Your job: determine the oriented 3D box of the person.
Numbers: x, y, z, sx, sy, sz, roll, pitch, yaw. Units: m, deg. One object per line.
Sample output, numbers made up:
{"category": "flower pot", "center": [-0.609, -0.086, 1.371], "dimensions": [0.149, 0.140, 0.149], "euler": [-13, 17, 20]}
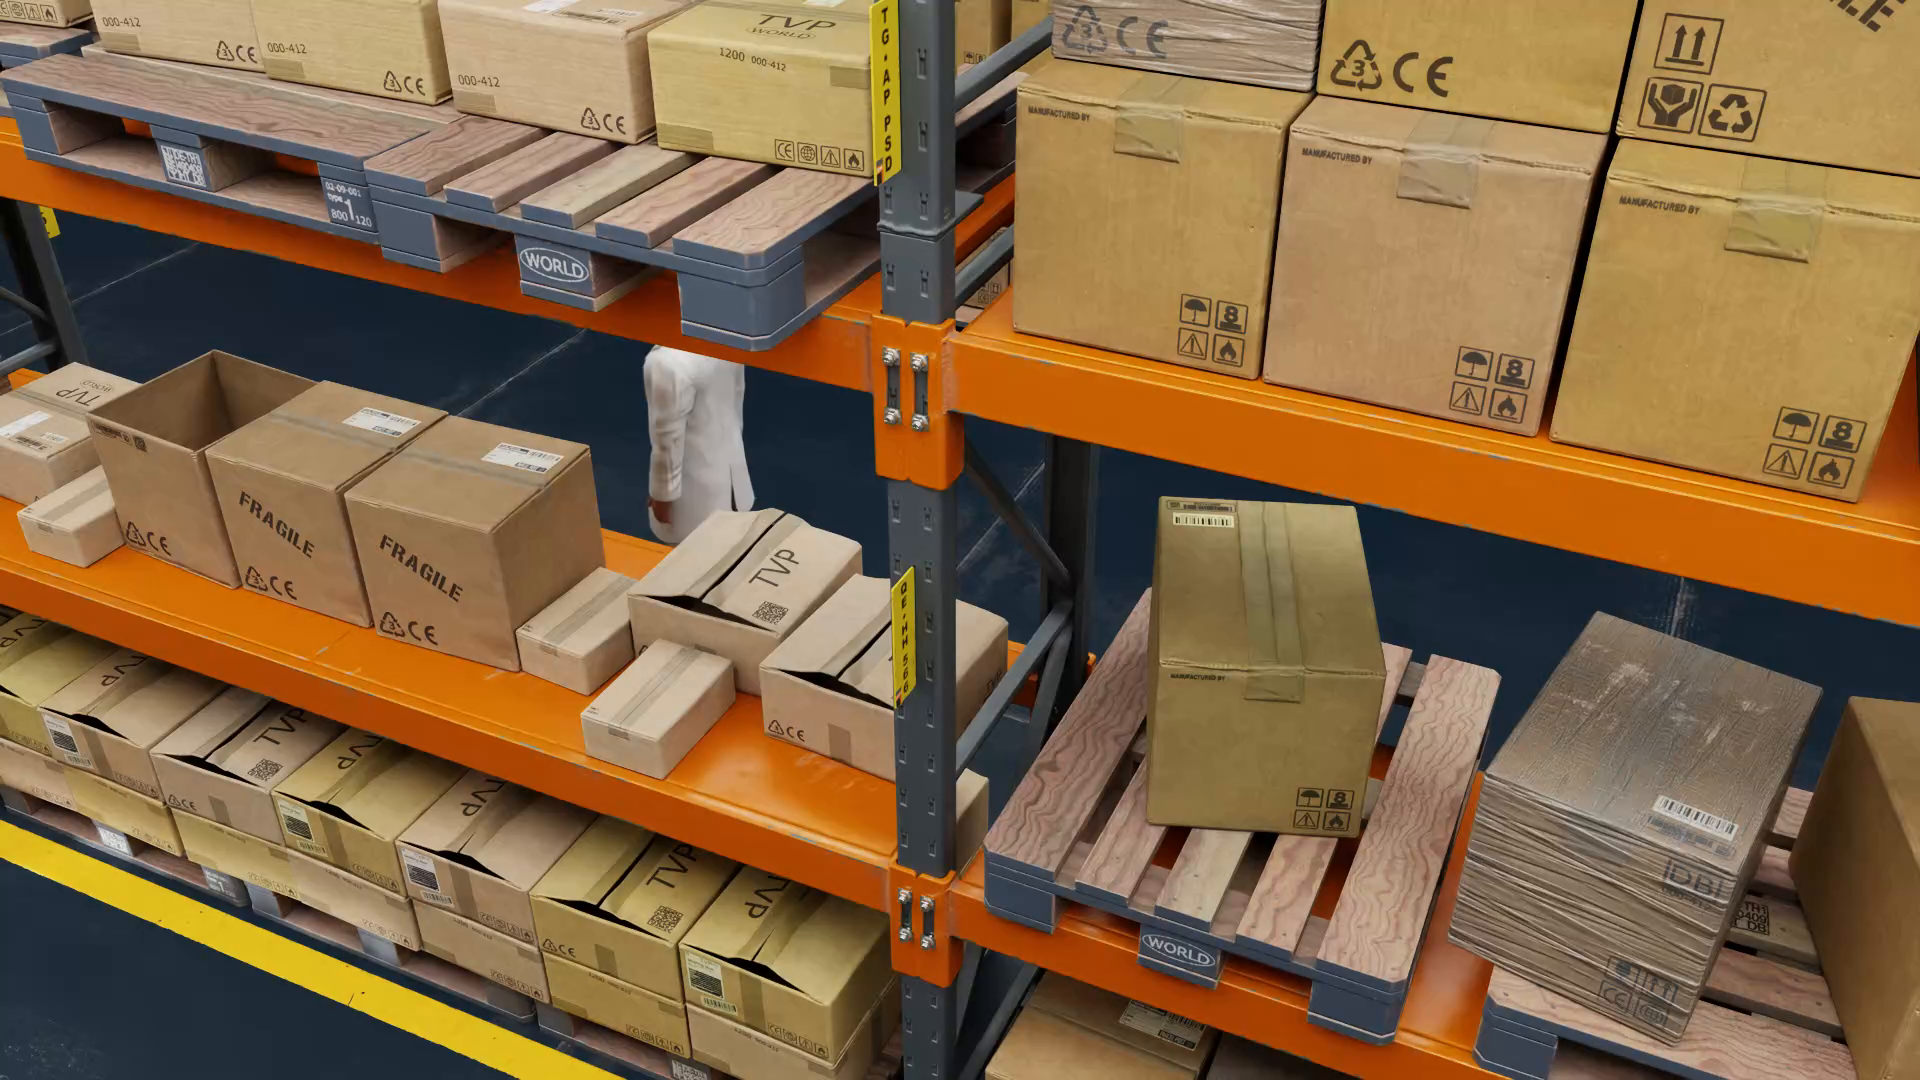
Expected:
{"category": "person", "center": [-1.031, -0.289, 6.565], "dimensions": [0.364, 1.746, 0.555], "euler": [15, 36, 22]}
